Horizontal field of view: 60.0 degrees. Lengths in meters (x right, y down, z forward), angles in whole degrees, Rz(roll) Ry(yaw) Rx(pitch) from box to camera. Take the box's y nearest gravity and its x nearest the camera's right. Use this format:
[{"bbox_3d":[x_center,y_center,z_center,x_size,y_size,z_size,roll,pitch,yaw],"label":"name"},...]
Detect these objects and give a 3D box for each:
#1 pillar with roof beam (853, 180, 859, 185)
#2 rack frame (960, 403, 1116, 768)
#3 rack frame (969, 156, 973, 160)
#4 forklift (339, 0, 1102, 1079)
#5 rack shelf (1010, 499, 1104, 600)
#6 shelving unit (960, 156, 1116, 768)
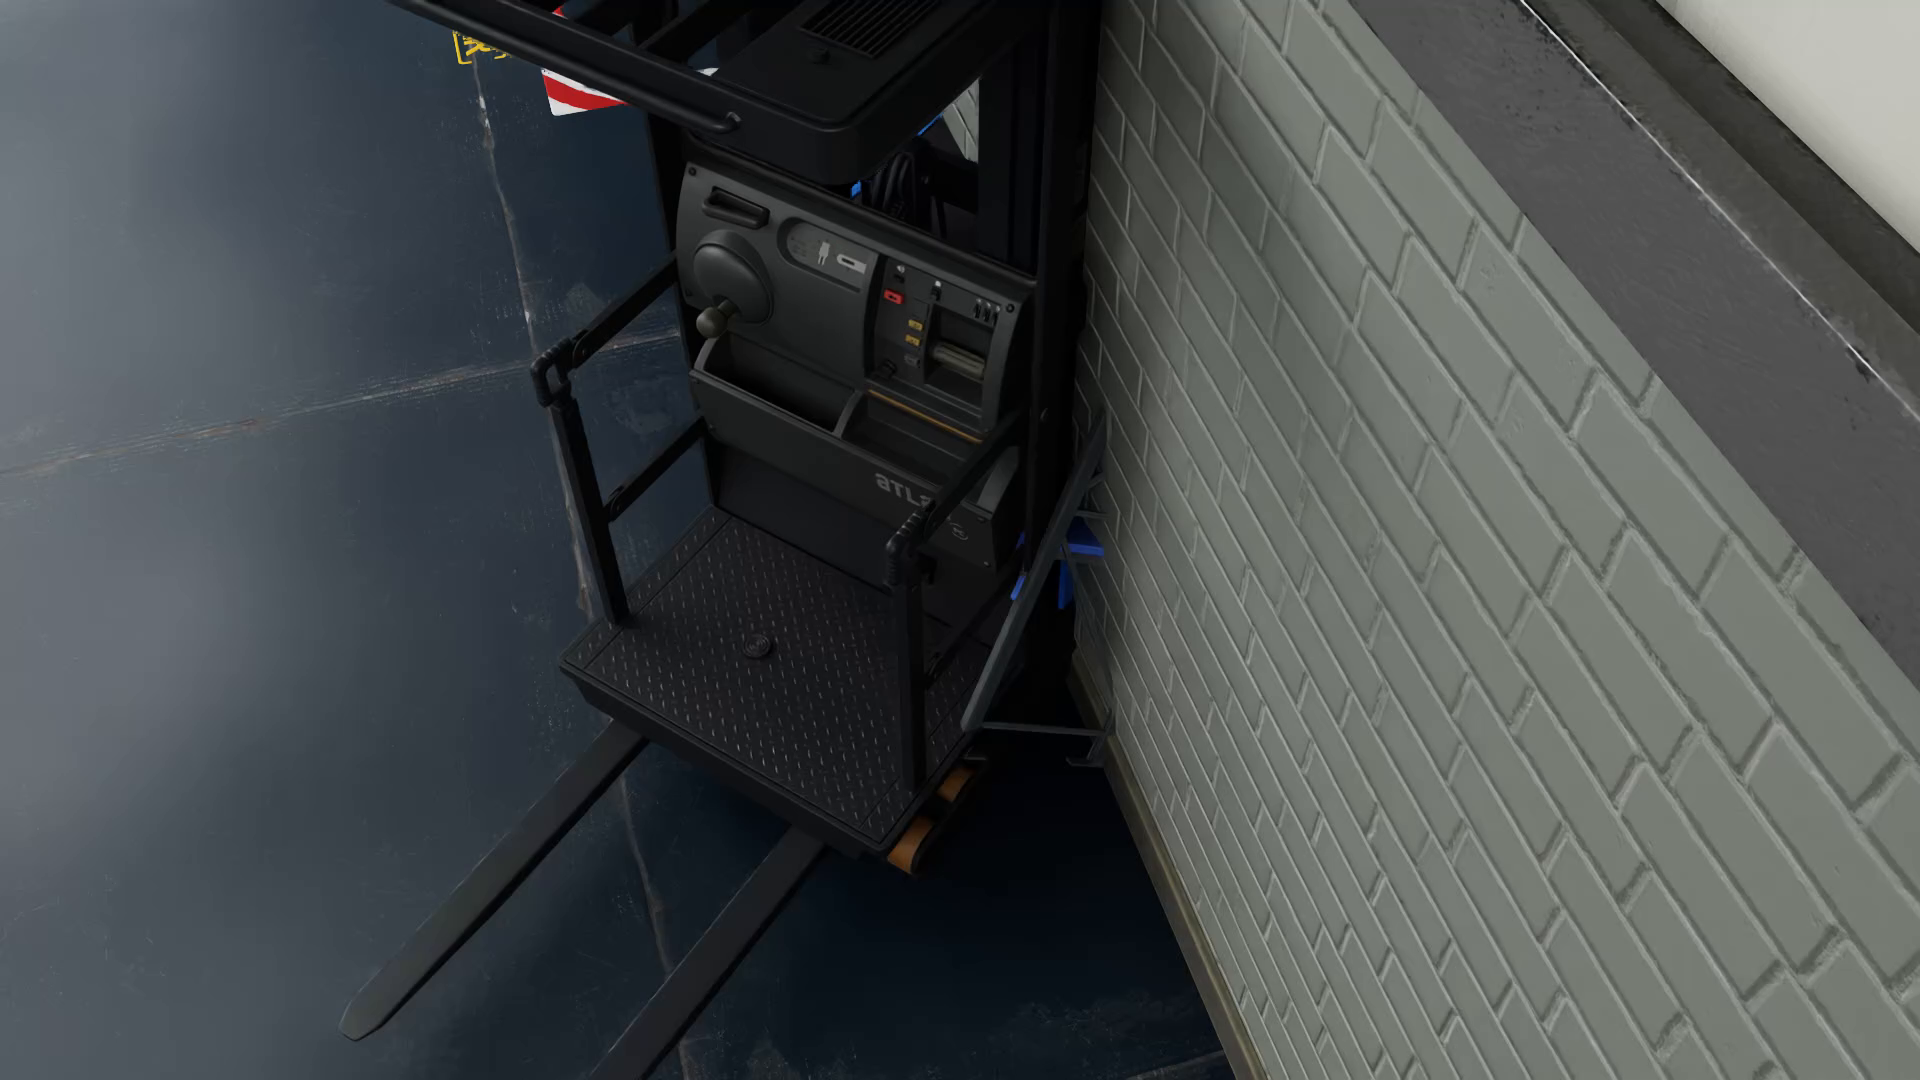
[{"bbox_3d":[-4.448,-2.809,1.733,9.100,9.000,0.400,-13,51,-11],"label":"pillar with roof beam"},{"bbox_3d":[0.452,-0.043,4.247,0.500,1.500,0.032,8,26,-32],"label":"rack frame"},{"bbox_3d":[0.039,-0.556,5.022,0.500,1.500,0.032,8,26,-32],"label":"rack frame"},{"bbox_3d":[-0.387,-0.467,3.726,1.130,2.935,3.031,26,55,20],"label":"forklift"},{"bbox_3d":[0.181,-0.145,4.702,0.538,0.185,1.000,8,26,-32],"label":"rack shelf"},{"bbox_3d":[0.246,-0.299,4.635,0.538,1.500,1.048,8,26,-32],"label":"shelving unit"}]
